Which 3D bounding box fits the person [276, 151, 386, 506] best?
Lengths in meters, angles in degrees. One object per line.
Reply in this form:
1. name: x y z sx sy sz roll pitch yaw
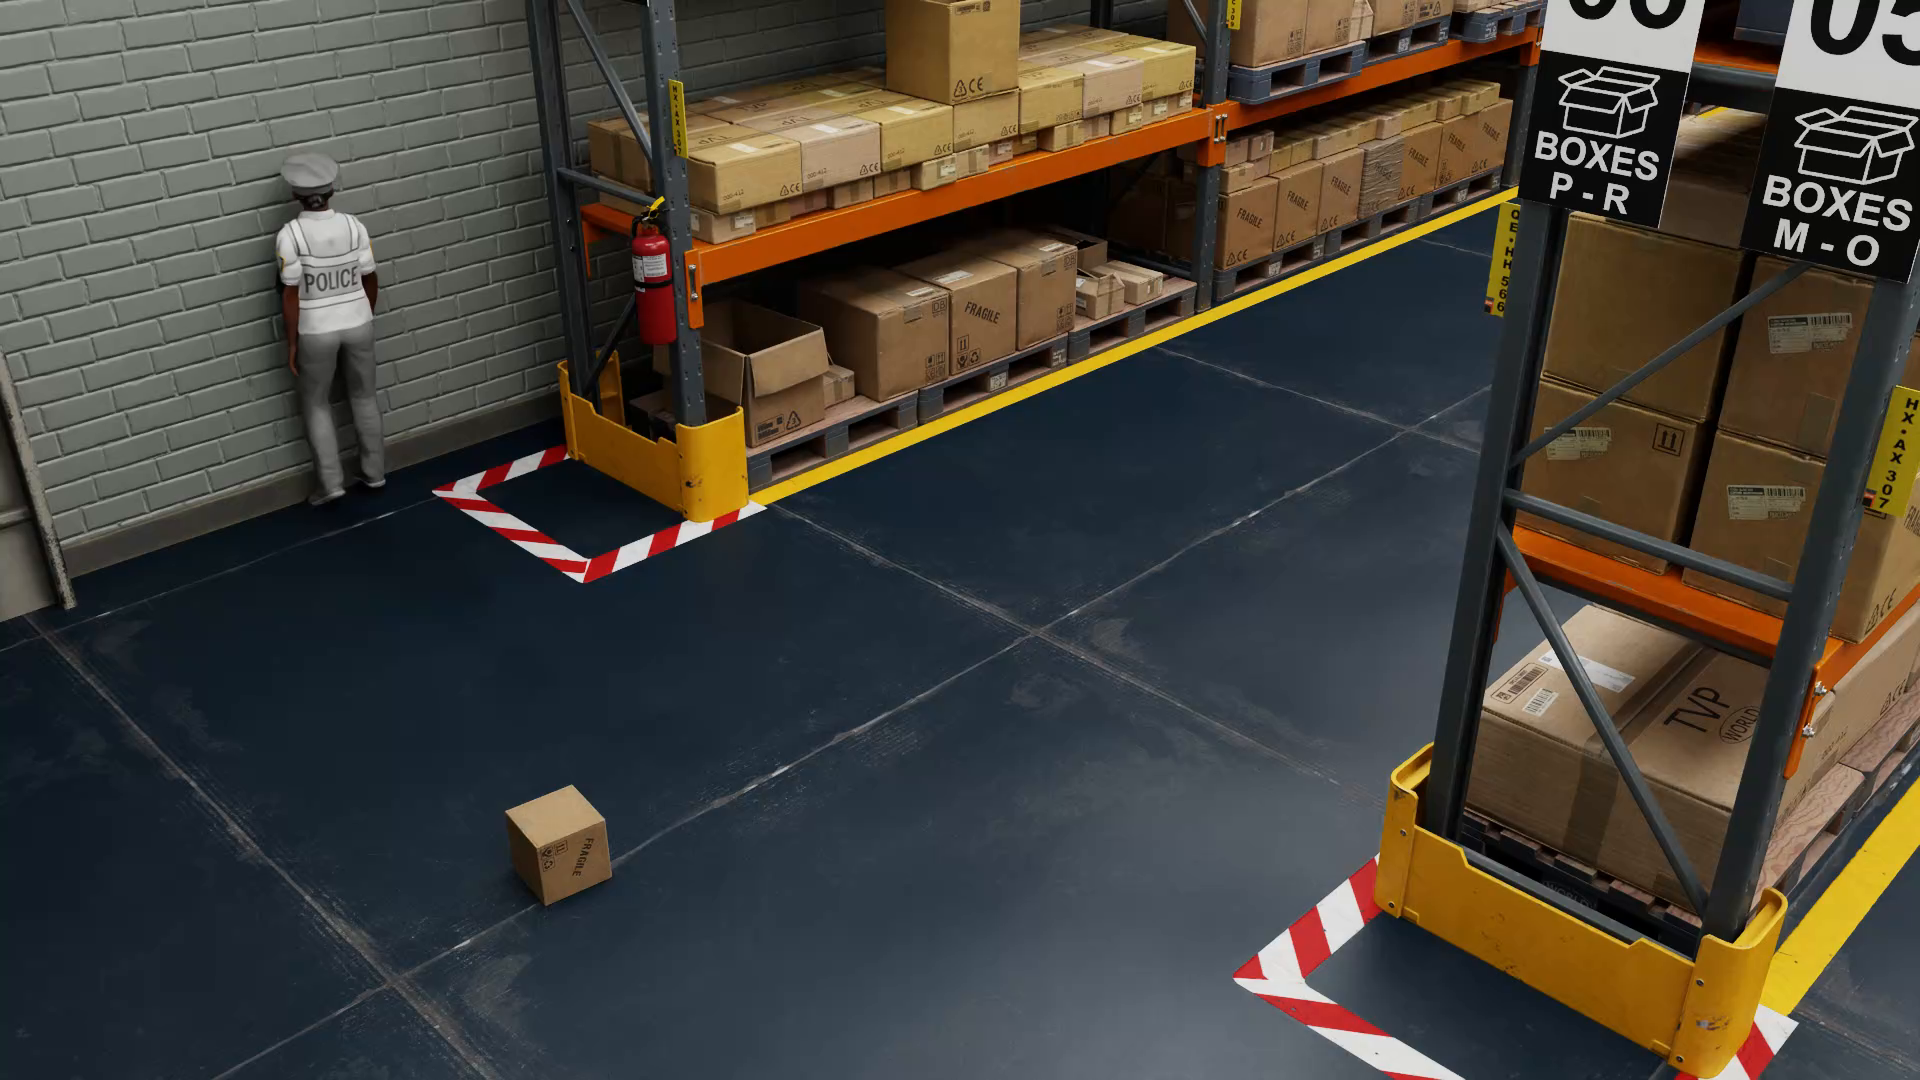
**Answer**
1. person: -3.003 -0.976 7.949 0.496 1.763 0.422 -21 34 -34
